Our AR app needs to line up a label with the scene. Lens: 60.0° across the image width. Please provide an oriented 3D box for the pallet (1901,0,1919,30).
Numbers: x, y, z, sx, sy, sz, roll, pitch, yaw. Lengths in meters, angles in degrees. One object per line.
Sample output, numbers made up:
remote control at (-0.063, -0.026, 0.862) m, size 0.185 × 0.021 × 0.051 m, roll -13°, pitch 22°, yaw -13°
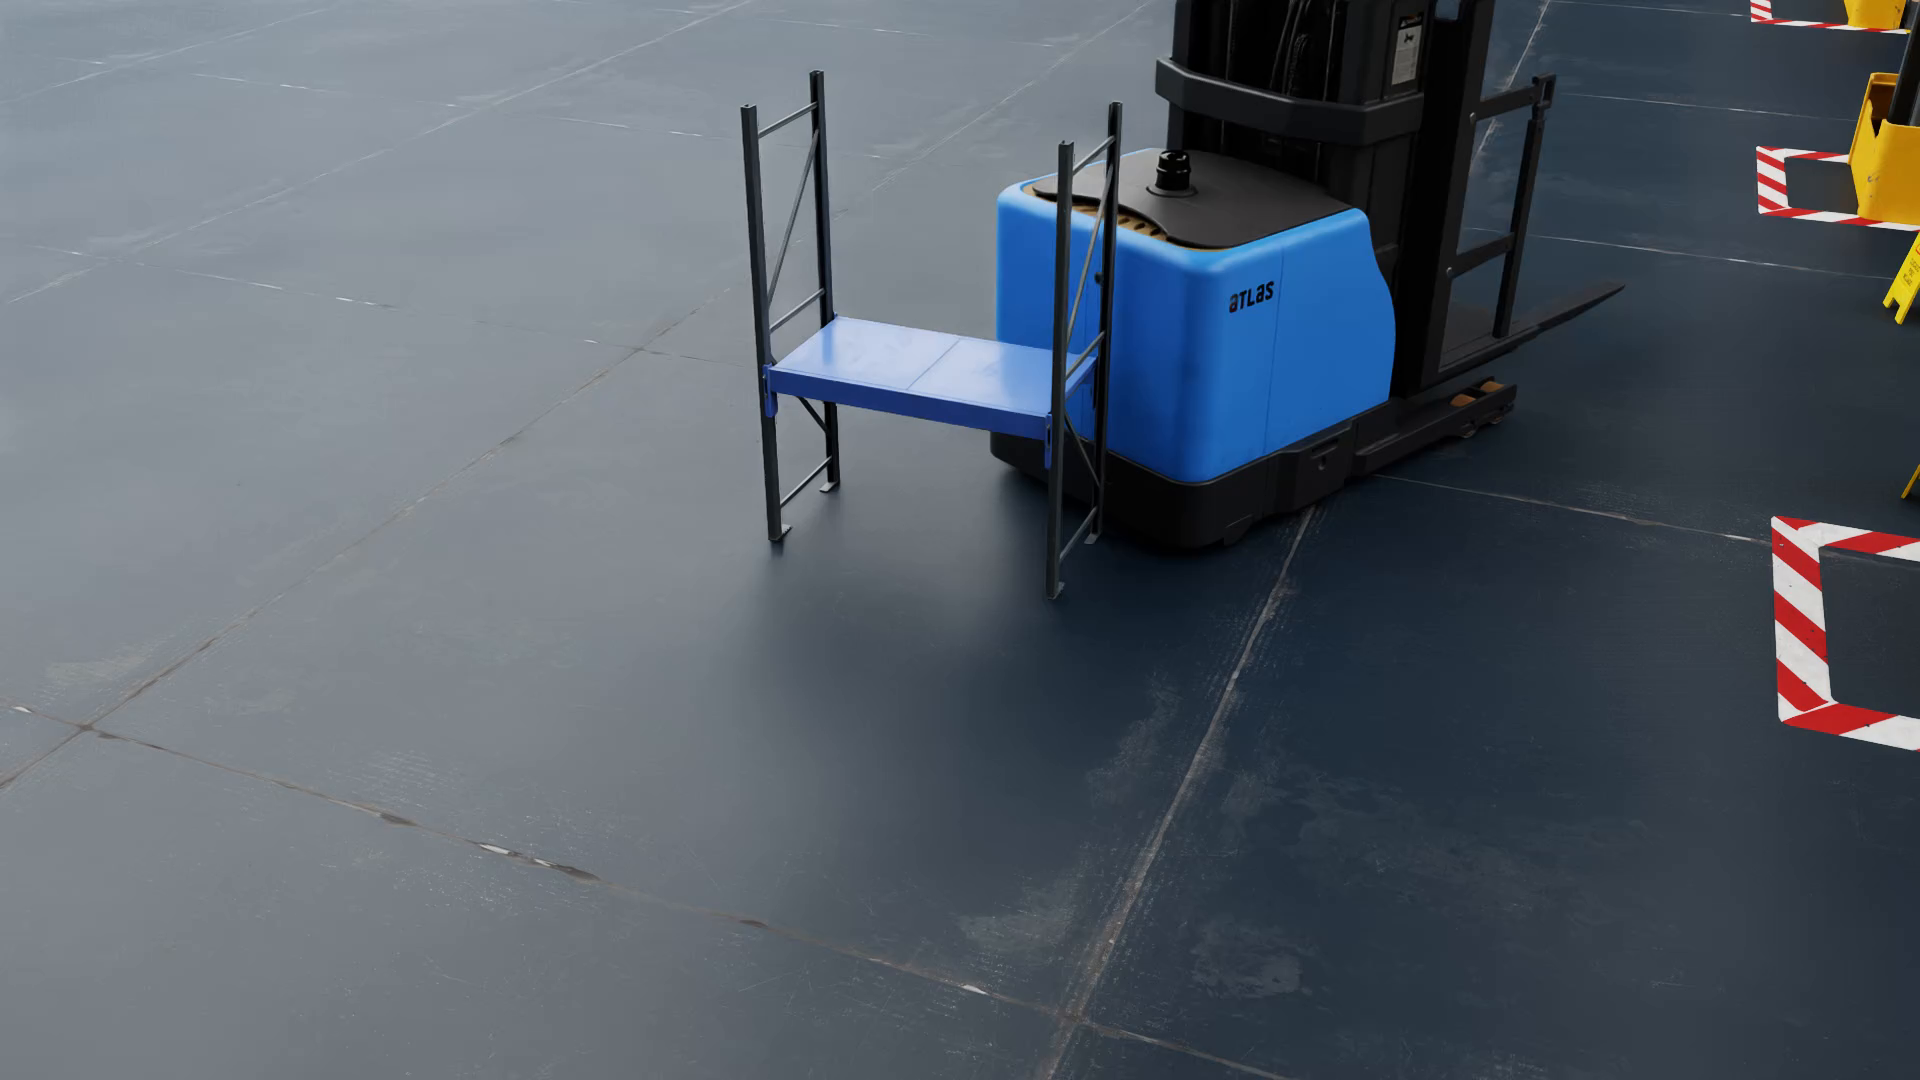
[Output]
pallet at (7.891, -4.070, 12.736) m, size 1.213 × 0.211 × 1.003 m, roll 11°, pitch 31°, yaw 19°

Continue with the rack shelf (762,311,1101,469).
rack shelf at (-0.083, -0.510, 5.494) m, size 1.000 × 0.185 × 0.538 m, roll 12°, pitch 31°, yaw 20°

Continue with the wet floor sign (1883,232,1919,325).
wet floor sign at (4.351, -1.299, 7.393) m, size 0.232 × 0.644 × 0.267 m, roll 6°, pitch 30°, yaw 11°

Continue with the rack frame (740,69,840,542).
rack frame at (-0.552, -0.763, 5.575) m, size 0.032 × 1.500 × 0.500 m, roll 12°, pitch 31°, yaw 20°

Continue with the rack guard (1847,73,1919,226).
rack guard at (5.100, -2.138, 9.024) m, size 0.348 × 0.500 × 1.175 m, roll 11°, pitch 31°, yaw 19°

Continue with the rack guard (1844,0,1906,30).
rack guard at (7.151, -4.362, 12.959) m, size 0.348 × 0.500 × 1.175 m, roll 11°, pitch 31°, yaw 19°

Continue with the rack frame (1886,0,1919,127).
rack frame at (5.122, -3.222, 8.401) m, size 0.127 × 3.000 × 1.000 m, roll 11°, pitch 31°, yaw 19°

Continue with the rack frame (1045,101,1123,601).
rack frame at (0.386, -0.571, 5.235) m, size 0.032 × 1.500 × 0.500 m, roll 12°, pitch 31°, yaw 20°

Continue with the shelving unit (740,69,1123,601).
shelving unit at (-0.083, -0.667, 5.405) m, size 1.048 × 1.500 × 0.538 m, roll 12°, pitch 31°, yaw 20°

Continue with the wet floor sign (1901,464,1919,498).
wet floor sign at (3.581, -0.444, 5.880) m, size 0.232 × 0.644 × 0.267 m, roll 24°, pitch 37°, yaw 36°

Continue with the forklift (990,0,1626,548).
forklift at (1.557, -1.846, 6.037) m, size 3.031 × 2.935 × 1.130 m, roll -23°, pitch 37°, yaw -35°
